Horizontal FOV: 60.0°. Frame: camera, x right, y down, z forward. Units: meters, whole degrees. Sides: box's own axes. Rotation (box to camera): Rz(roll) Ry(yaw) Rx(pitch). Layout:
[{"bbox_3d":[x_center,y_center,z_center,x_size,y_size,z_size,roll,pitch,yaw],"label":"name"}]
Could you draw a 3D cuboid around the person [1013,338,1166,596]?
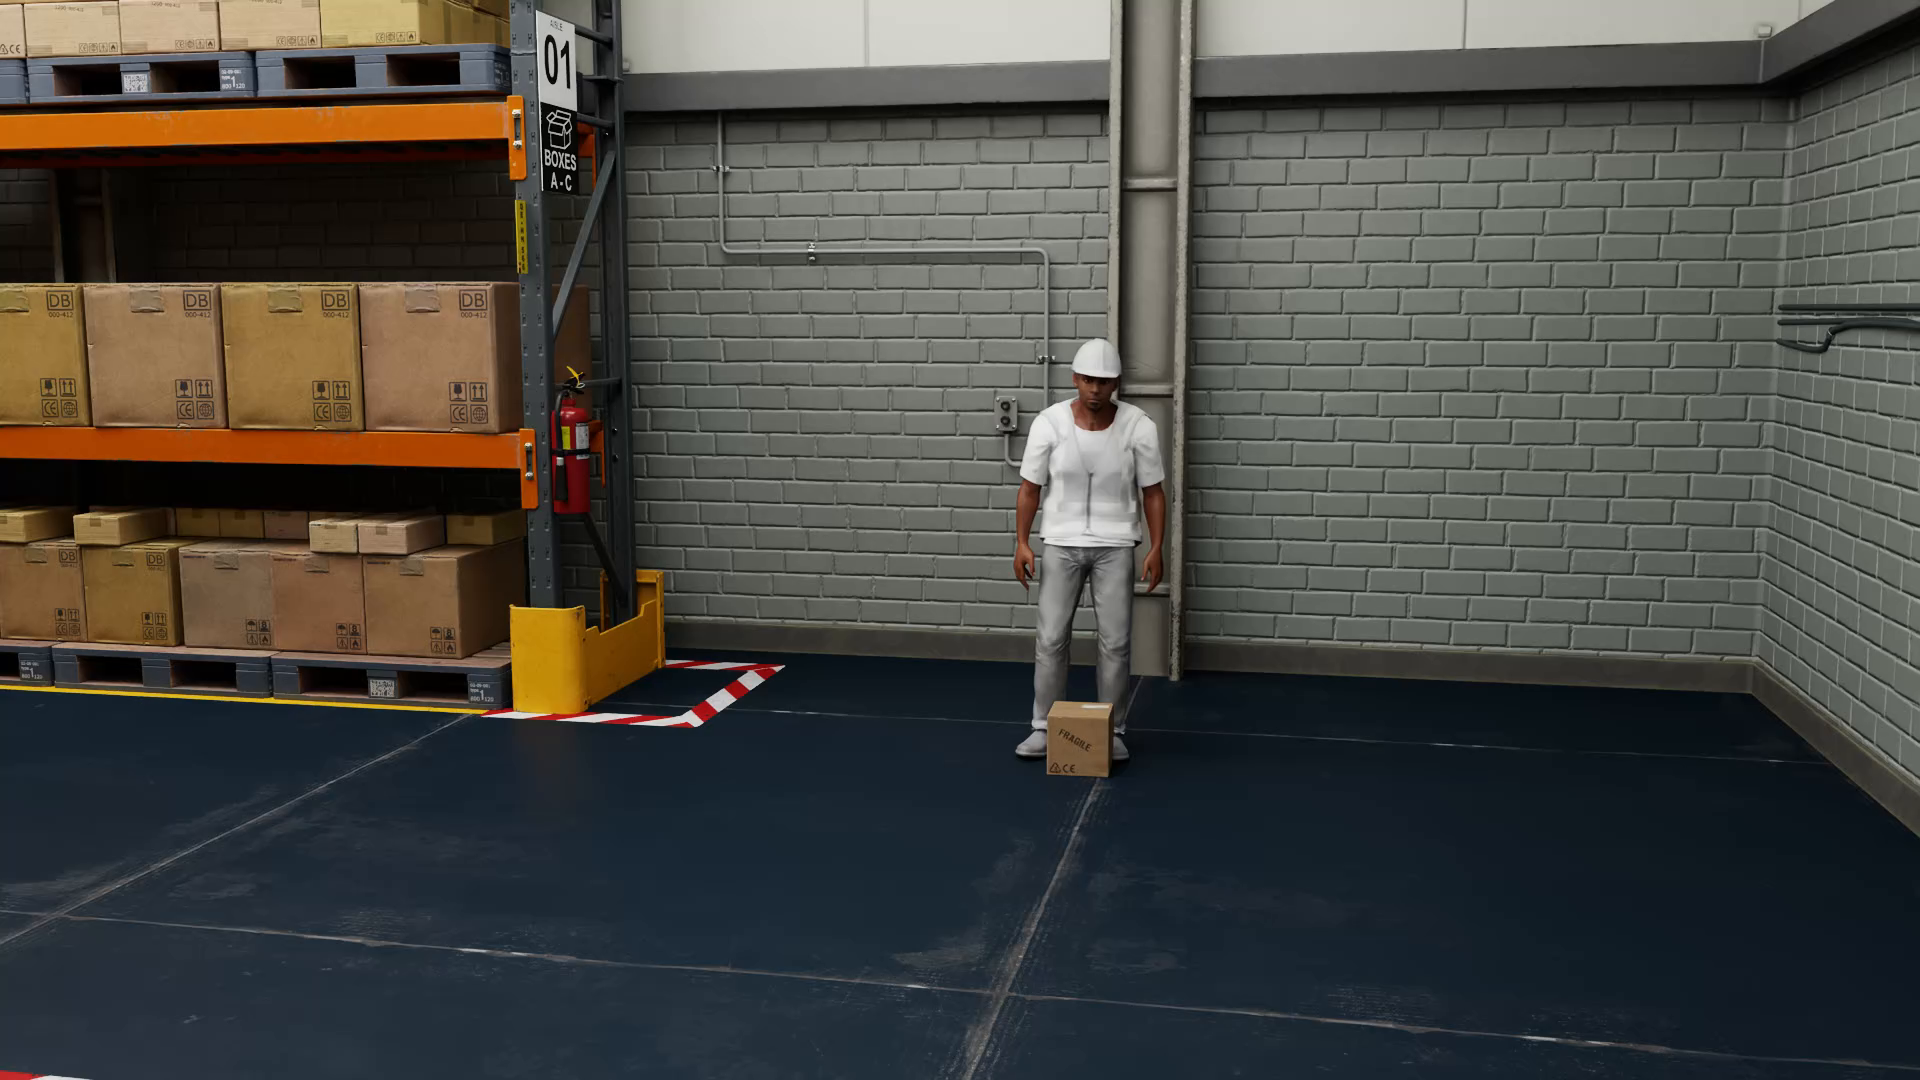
[{"bbox_3d":[0.541,-0.304,6.912,0.632,1.062,0.462,1,8,8],"label":"person"}]
